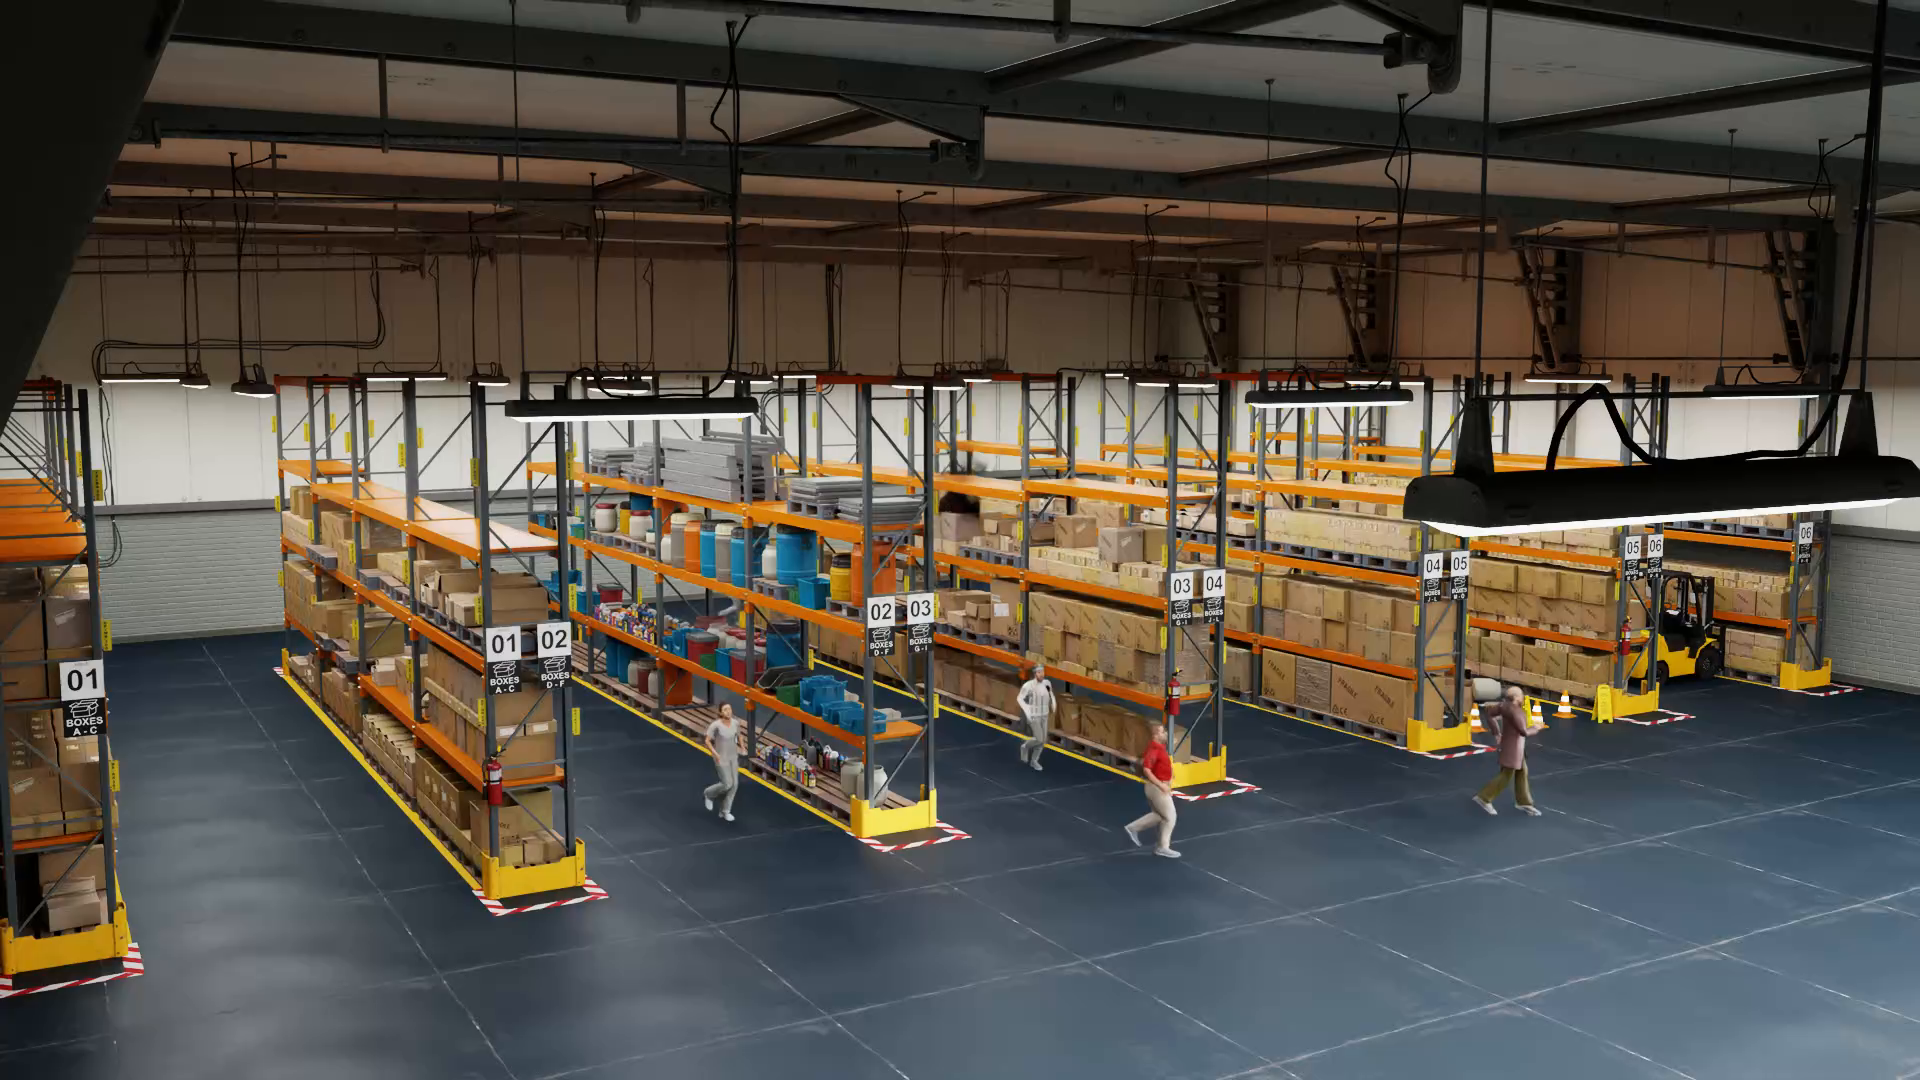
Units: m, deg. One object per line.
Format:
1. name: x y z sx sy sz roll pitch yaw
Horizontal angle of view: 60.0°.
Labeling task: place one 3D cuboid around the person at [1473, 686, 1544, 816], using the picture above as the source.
1. person: 7.585 2.927 22.944 0.968 1.809 0.702 0 6 4

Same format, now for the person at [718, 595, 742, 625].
1. person: -5.392 1.279 39.340 0.649 1.539 0.576 -2 7 -19

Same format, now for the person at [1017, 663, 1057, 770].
1. person: 1.229 2.707 25.640 0.605 1.663 0.557 -3 7 -27

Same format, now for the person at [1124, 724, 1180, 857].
1. person: 2.457 3.217 21.183 0.719 1.653 0.657 0 6 2

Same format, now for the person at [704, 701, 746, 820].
1. person: -3.231 3.024 22.925 0.560 1.639 0.605 -5 8 -41
